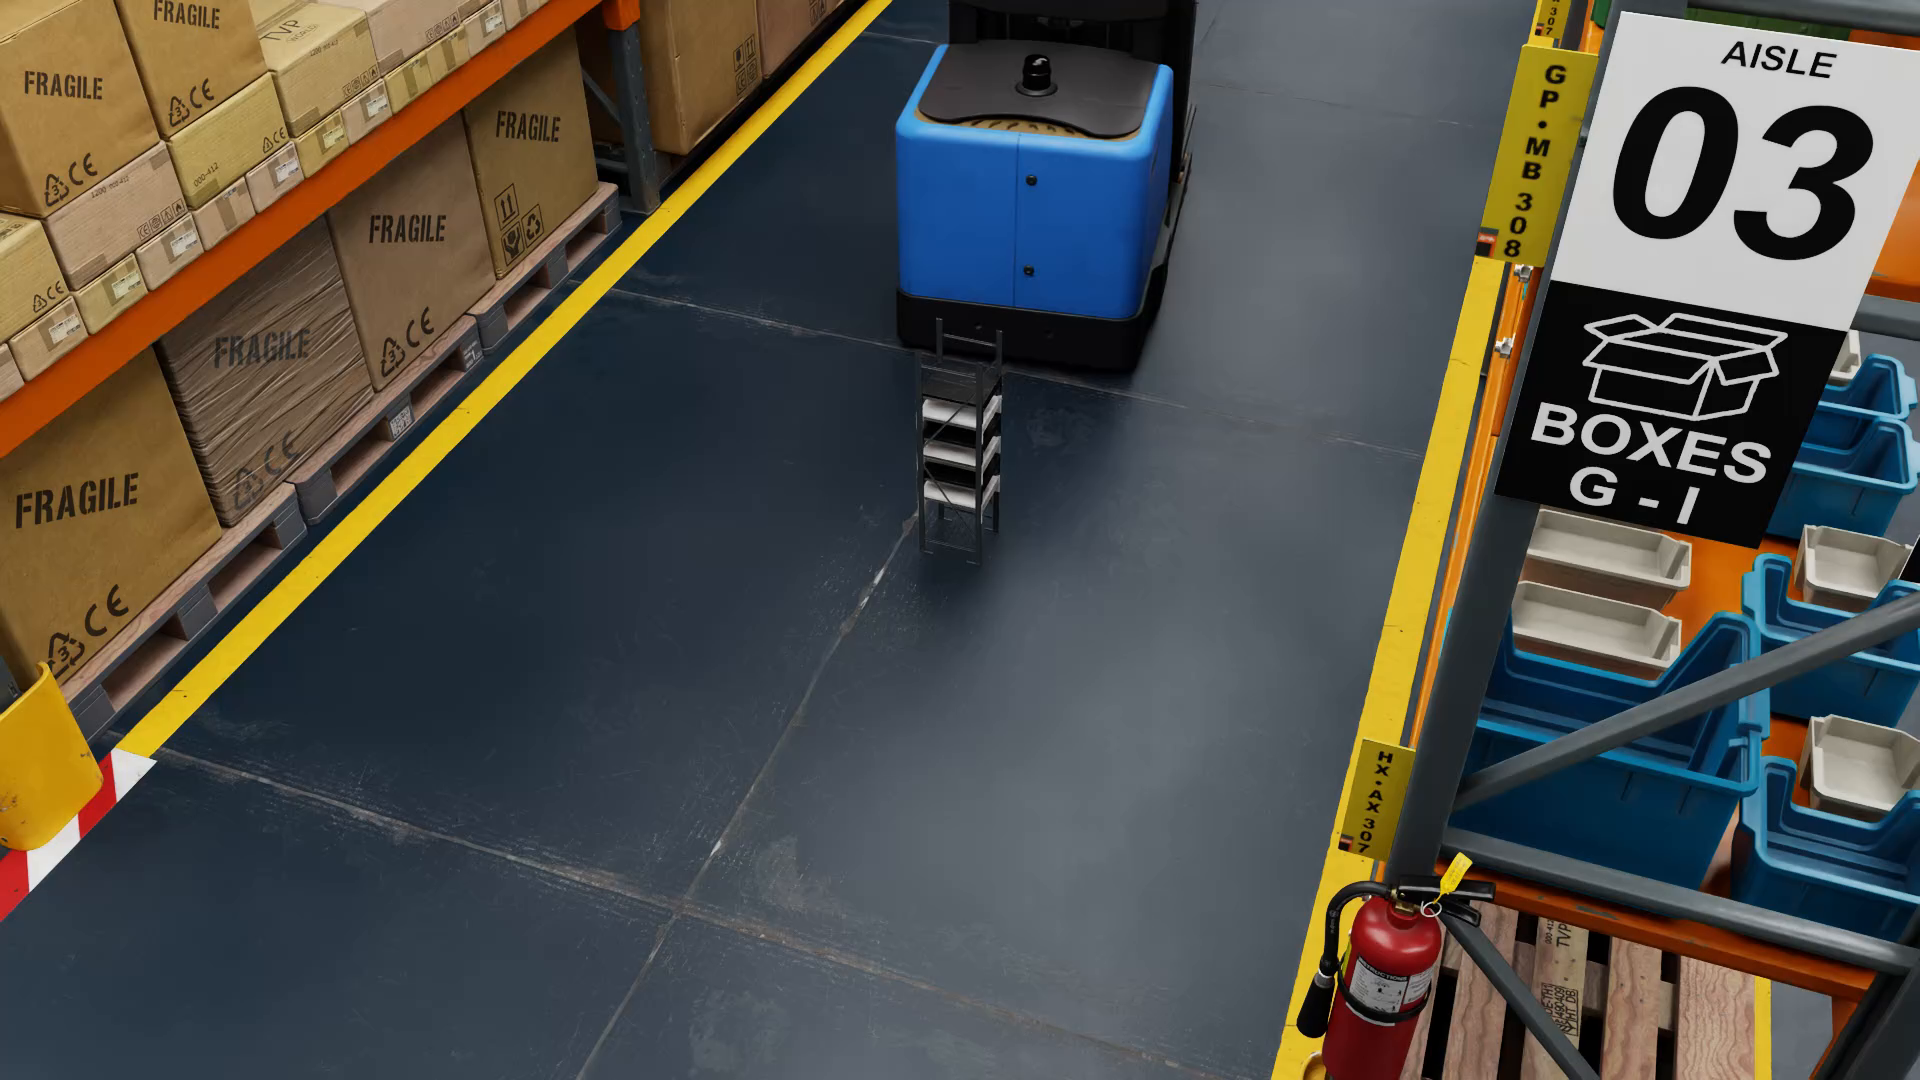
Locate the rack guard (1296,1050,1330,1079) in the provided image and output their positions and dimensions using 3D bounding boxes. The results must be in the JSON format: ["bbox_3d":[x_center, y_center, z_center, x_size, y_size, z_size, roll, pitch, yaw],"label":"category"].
[{"bbox_3d":[1.331,1.649,3.932,1.175,0.500,0.348,13,42,15],"label":"rack guard"}]

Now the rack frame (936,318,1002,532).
[{"bbox_3d":[0.032,-0.399,6.025,0.240,0.900,0.006,13,42,15],"label":"rack frame"}]

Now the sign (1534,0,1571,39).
[{"bbox_3d":[2.179,-1.987,6.055,0.100,0.325,0.005,13,42,15],"label":"sign"}]

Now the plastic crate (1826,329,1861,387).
[{"bbox_3d":[2.382,-0.553,4.744,0.293,0.136,0.466,13,42,15],"label":"plastic crate"}]

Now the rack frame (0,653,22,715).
[{"bbox_3d":[-3.327,-0.419,4.429,1.000,3.000,0.127,13,42,15],"label":"rack frame"}]

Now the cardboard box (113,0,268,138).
[{"bbox_3d":[-2.567,-1.615,5.140,0.500,0.500,0.500,12,42,14],"label":"cardboard box"}]

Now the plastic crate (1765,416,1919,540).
[{"bbox_3d":[2.171,-0.159,4.208,0.416,0.233,0.300,13,42,15],"label":"plastic crate"}]

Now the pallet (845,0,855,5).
[{"bbox_3d":[-0.932,-3.773,10.510,1.003,0.211,1.213,13,42,15],"label":"pallet"}]

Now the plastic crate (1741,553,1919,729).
[{"bbox_3d":[1.946,0.243,3.737,0.416,0.233,0.300,13,42,15],"label":"plastic crate"}]

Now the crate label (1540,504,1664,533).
[{"bbox_3d":[1.621,-0.128,4.246,0.396,0.136,0.243,13,42,15],"label":"crate label"}]

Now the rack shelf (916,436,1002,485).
[{"bbox_3d":[-0.003,-0.312,5.974,0.258,0.077,0.200,13,42,15],"label":"rack shelf"}]

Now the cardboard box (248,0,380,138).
[{"bbox_3d":[-2.389,-1.651,5.760,0.500,0.250,0.500,12,42,14],"label":"cardboard box"}]

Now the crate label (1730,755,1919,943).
[{"bbox_3d":[1.721,0.644,3.267,0.416,0.233,0.303,13,42,15],"label":"crate label"}]

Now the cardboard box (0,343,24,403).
[{"bbox_3d":[-2.896,-0.466,4.679,0.380,0.149,0.250,14,42,16],"label":"cardboard box"}]

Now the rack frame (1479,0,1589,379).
[{"bbox_3d":[2.695,-1.759,6.001,1.000,3.000,0.127,13,42,15],"label":"rack frame"}]

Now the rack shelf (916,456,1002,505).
[{"bbox_3d":[-0.003,-0.244,6.032,0.258,0.077,0.200,13,42,15],"label":"rack shelf"}]

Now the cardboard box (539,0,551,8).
[{"bbox_3d":[-1.844,-2.347,6.883,0.380,0.149,0.250,14,42,16],"label":"cardboard box"}]

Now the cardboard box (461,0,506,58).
[{"bbox_3d":[-2.019,-2.034,6.516,0.380,0.149,0.250,14,42,16],"label":"cardboard box"}]

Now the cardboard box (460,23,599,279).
[{"bbox_3d":[-2.260,-1.825,7.391,0.875,0.875,0.875,13,42,15],"label":"cardboard box"}]

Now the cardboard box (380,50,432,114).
[{"bbox_3d":[-2.195,-1.720,6.149,0.380,0.149,0.250,13,42,14],"label":"cardboard box"}]

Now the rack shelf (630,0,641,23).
[{"bbox_3d":[-1.275,-3.804,8.952,1.077,0.370,4.000,13,42,15],"label":"rack shelf"}]

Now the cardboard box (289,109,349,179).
[{"bbox_3d":[-2.371,-1.405,5.779,0.380,0.149,0.250,12,42,14],"label":"cardboard box"}]

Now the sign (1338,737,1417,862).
[{"bbox_3d":[0.805,0.506,3.220,0.100,0.325,0.005,13,42,15],"label":"sign"}]

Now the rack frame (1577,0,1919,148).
[{"bbox_3d":[1.327,-1.601,1.194,1.000,3.000,0.127,13,42,15],"label":"rack frame"}]

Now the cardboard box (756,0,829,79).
[{"bbox_3d":[-1.454,-3.150,8.944,1.225,0.875,0.875,12,42,14],"label":"cardboard box"}]

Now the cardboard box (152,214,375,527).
[{"bbox_3d":[-2.872,-0.733,6.112,0.875,0.875,0.875,13,42,15],"label":"cardboard box"}]

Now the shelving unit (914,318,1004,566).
[{"bbox_3d":[-0.003,-0.337,5.952,0.258,0.900,0.210,13,42,15],"label":"shelving unit"}]

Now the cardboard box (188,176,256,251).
[{"bbox_3d":[-2.546,-1.093,5.414,0.380,0.149,0.250,13,42,14],"label":"cardboard box"}]

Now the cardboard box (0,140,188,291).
[{"bbox_3d":[-2.738,-1.026,5.028,0.500,0.250,0.500,13,42,15],"label":"cardboard box"}]

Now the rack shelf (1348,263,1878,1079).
[{"bbox_3d":[2.011,-0.265,4.804,1.077,0.370,4.000,13,42,15],"label":"rack shelf"}]

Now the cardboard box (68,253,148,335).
[{"bbox_3d":[-2.722,-0.779,5.046,0.380,0.149,0.250,12,42,14],"label":"cardboard box"}]

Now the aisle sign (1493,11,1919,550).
[{"bbox_3d":[1.027,-0.329,2.322,0.394,0.787,0.004,13,42,15],"label":"aisle sign"}]

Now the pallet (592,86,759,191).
[{"bbox_3d":[-1.766,-2.285,8.765,1.003,0.211,1.213,13,42,15],"label":"pallet"}]

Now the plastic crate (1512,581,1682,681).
[{"bbox_3d":[1.436,0.221,3.837,0.396,0.136,0.243,13,42,15],"label":"plastic crate"}]

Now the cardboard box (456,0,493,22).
[{"bbox_3d":[-2.038,-2.271,6.487,0.500,0.250,0.500,15,43,16],"label":"cardboard box"}]

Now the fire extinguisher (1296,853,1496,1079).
[{"bbox_3d":[0.849,0.843,3.298,0.296,0.674,0.183,13,42,15],"label":"fire extinguisher"}]

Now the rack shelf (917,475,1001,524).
[{"bbox_3d":[-0.003,-0.175,6.091,0.258,0.077,0.200,13,42,15],"label":"rack shelf"}]

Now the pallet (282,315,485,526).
[{"bbox_3d":[-2.708,-0.604,6.796,1.003,0.211,1.213,13,42,15],"label":"pallet"}]

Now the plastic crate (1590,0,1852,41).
[{"bbox_3d":[1.396,-1.045,3.016,0.450,0.188,0.336,13,42,15],"label":"plastic crate"}]

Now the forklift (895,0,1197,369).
[{"bbox_3d":[0.544,-2.796,7.269,1.130,2.935,3.031,8,41,9],"label":"forklift"}]
